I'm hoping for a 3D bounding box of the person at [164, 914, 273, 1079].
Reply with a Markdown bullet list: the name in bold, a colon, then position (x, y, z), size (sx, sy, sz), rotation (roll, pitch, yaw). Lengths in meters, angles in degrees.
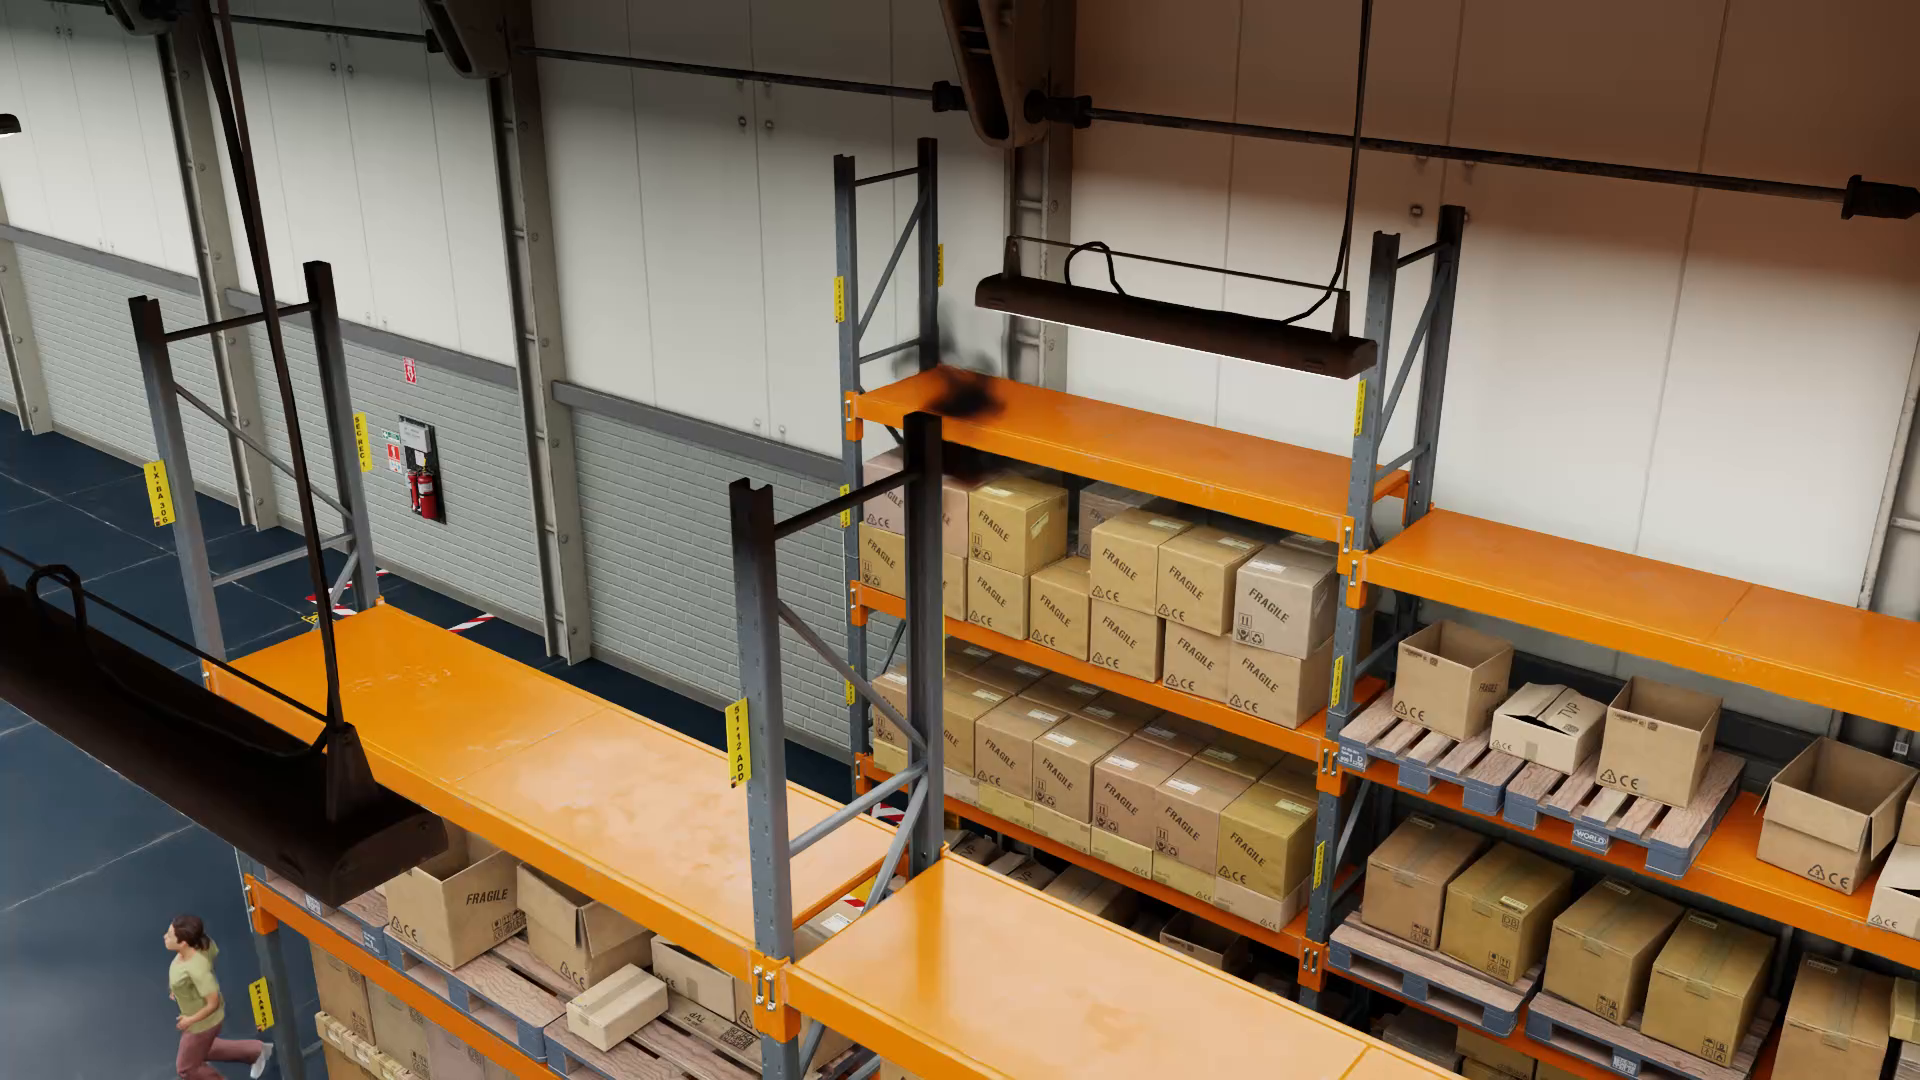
- **person**: position (-4.944, 3.150, 11.027), size (0.593, 1.626, 0.608), rotation (-9, 24, -21)
